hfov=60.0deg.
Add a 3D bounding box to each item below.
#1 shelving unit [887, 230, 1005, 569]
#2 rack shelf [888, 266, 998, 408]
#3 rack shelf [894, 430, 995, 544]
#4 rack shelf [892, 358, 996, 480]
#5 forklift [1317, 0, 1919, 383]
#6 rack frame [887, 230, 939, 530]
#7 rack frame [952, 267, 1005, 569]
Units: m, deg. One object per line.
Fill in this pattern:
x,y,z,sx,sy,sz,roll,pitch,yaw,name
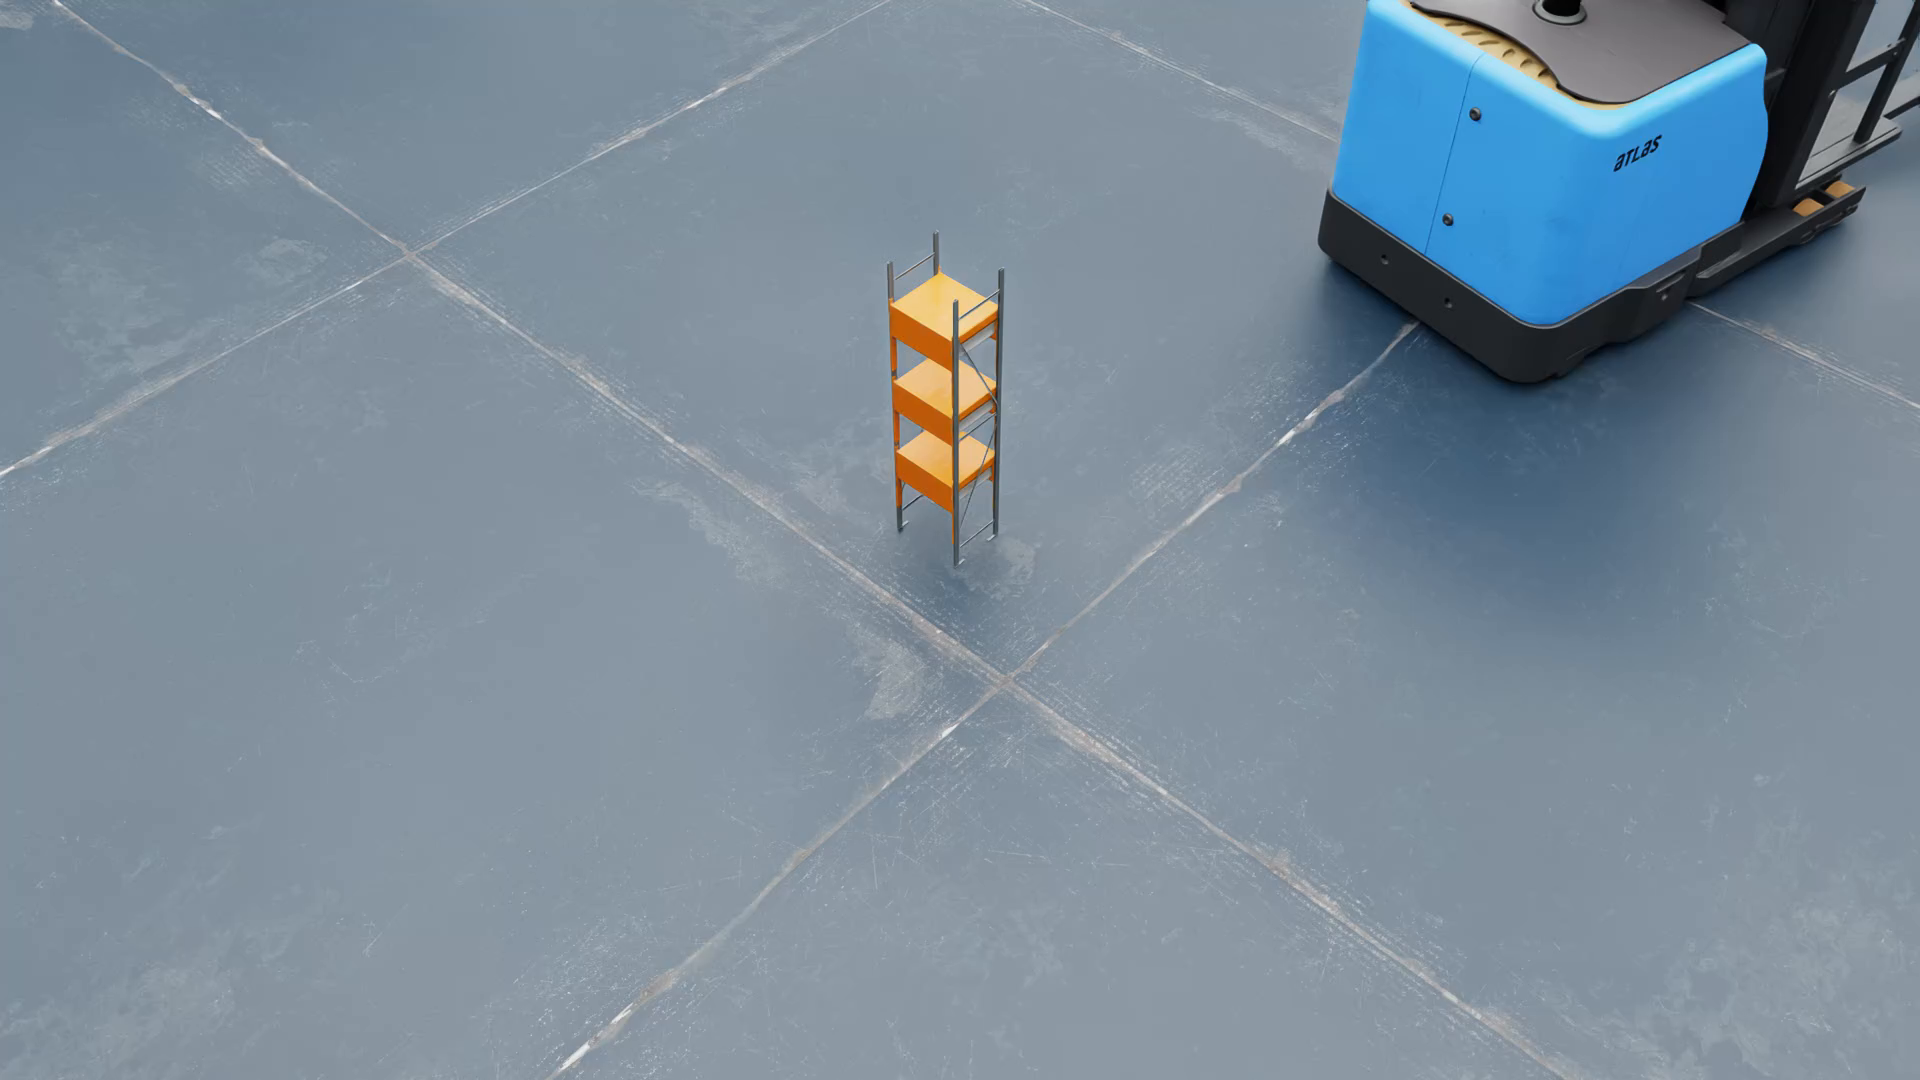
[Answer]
-0.039,-0.386,4.892,0.252,1.050,0.215,34,55,28,shelving unit
-0.039,-0.573,4.693,0.240,0.259,0.215,34,55,28,rack shelf
-0.039,-0.188,5.102,0.240,0.259,0.215,34,55,28,rack shelf
-0.039,-0.379,4.900,0.240,0.259,0.215,34,55,28,rack shelf
2.824,-2.412,5.504,3.031,2.935,1.130,-28,53,-24,forklift
-0.129,-0.446,4.949,0.008,1.050,0.200,34,55,28,rack frame
0.050,-0.325,4.835,0.008,1.050,0.200,34,55,28,rack frame
